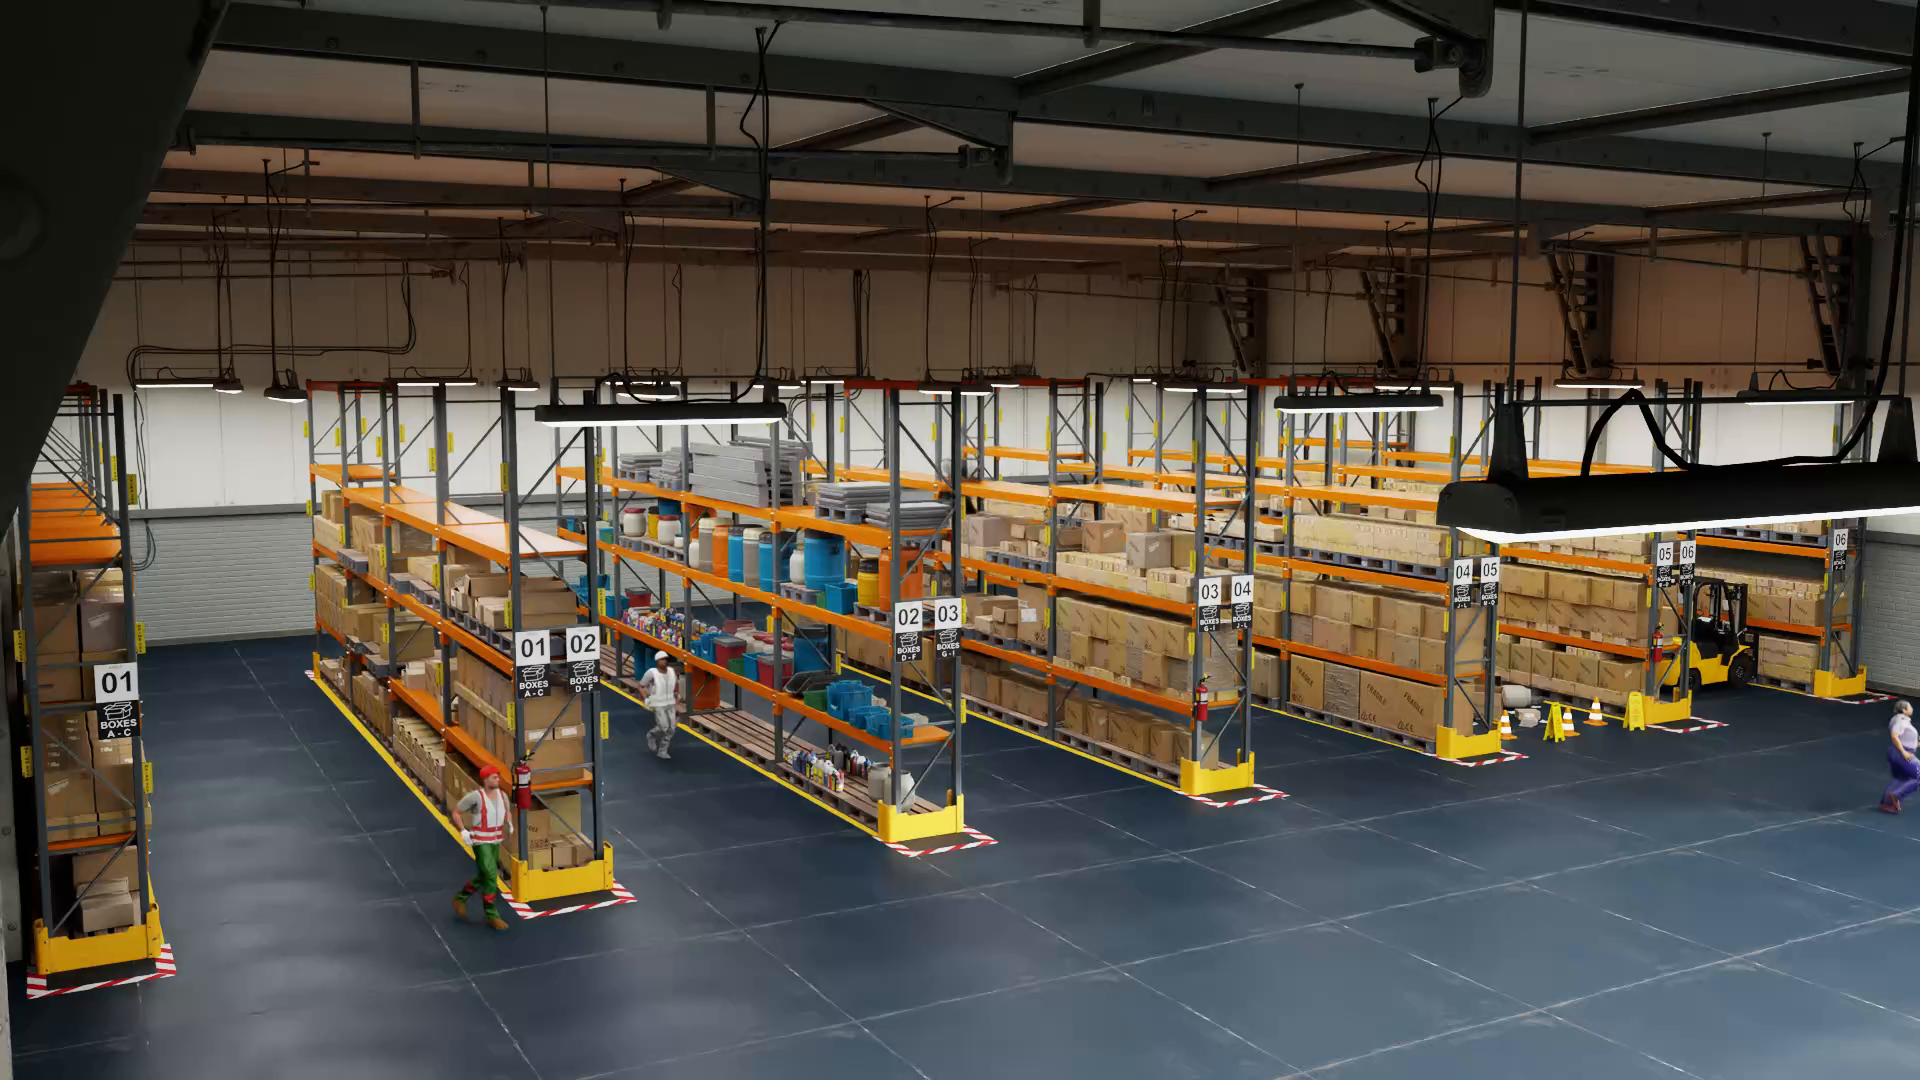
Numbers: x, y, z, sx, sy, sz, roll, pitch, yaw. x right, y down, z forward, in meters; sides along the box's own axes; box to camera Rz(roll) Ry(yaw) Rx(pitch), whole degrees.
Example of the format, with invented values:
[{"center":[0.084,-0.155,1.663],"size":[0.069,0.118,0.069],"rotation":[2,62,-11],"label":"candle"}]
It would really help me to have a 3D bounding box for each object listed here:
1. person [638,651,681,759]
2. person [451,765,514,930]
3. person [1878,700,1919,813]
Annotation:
[{"center":[-4.748,2.640,26.611],"size":[0.684,1.732,0.594],"rotation":[-5,8,-42],"label":"person"},{"center":[-5.377,3.443,18.883],"size":[0.861,1.786,0.691],"rotation":[3,7,26],"label":"person"},{"center":[13.282,3.056,23.364],"size":[0.583,1.588,0.592],"rotation":[1,6,11],"label":"person"}]
